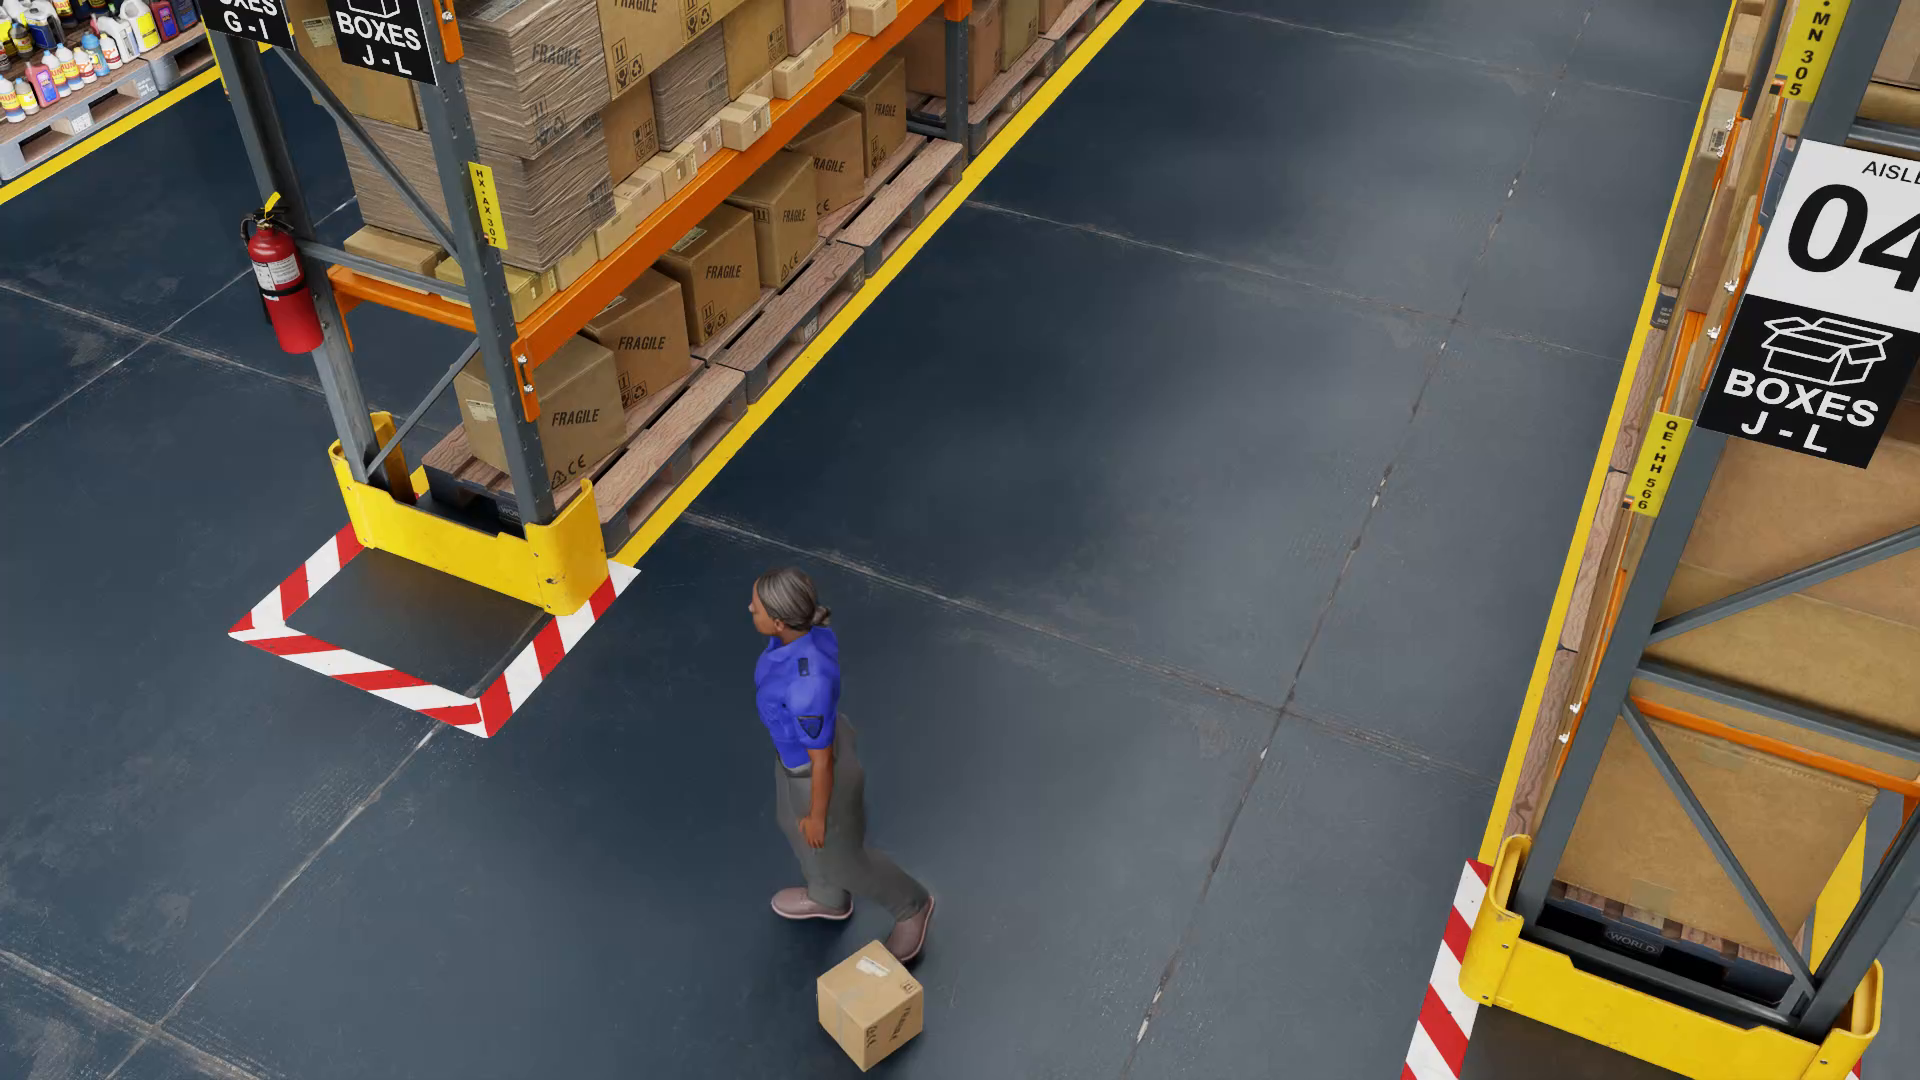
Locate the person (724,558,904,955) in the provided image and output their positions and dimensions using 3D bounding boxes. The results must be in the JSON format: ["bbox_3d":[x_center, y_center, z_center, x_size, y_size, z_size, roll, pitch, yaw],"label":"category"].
[{"bbox_3d":[-0.454,0.722,5.368,0.499,1.654,0.529,-1,42,-1],"label":"person"}]
